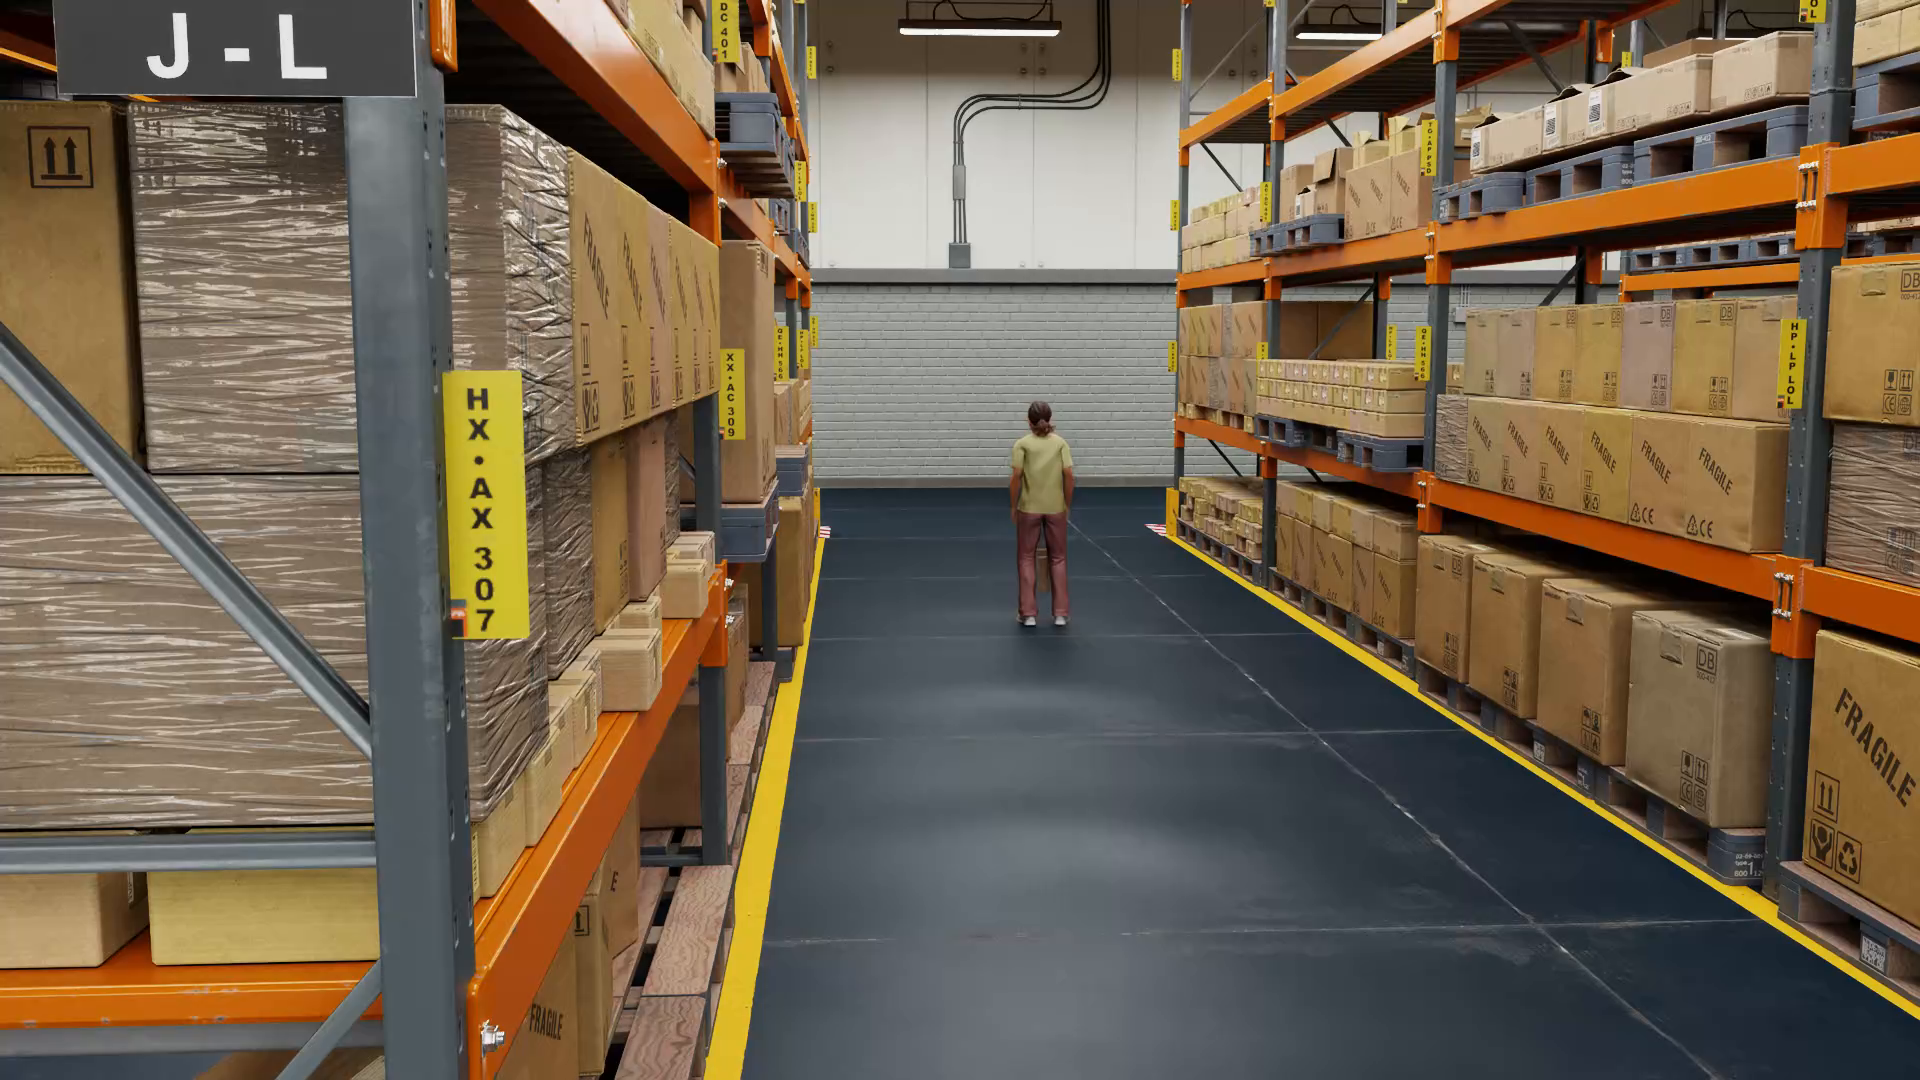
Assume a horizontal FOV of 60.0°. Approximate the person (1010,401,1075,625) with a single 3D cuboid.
[{"bbox_3d":[0.603,-0.201,12.399,0.486,1.674,0.365,-1,7,-5],"label":"person"}]
